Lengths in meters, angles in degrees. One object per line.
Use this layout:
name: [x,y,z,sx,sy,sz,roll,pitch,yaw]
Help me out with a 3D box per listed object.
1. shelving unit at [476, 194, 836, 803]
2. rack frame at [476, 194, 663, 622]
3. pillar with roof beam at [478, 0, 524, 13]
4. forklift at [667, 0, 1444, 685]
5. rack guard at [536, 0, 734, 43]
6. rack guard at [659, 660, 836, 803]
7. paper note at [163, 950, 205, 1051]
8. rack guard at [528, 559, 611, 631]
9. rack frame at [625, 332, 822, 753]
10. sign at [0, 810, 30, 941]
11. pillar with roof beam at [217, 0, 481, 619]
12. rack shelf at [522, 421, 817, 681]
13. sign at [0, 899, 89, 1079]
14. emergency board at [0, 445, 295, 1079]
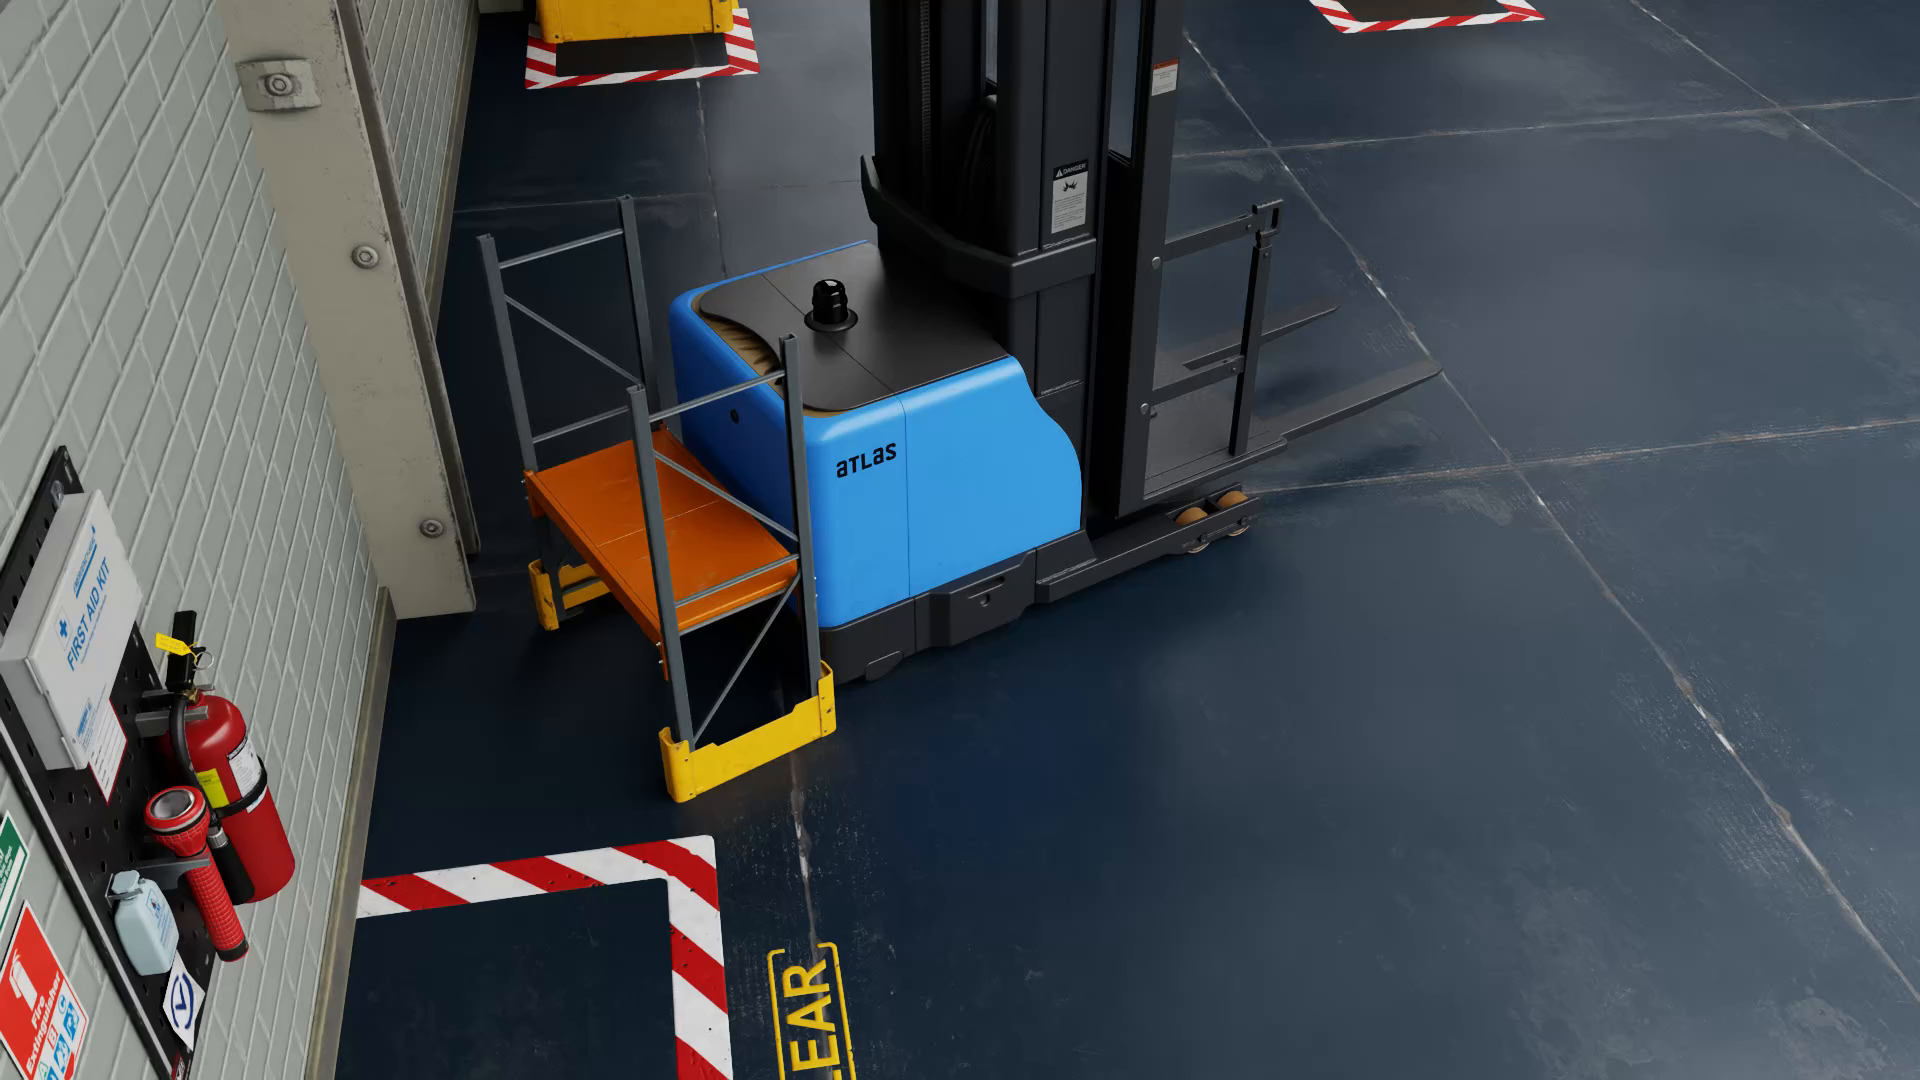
shelving unit: [-0.948,-0.141,5.208,0.587,1.500,1.083,-23,43,-27]
rack frame: [-1.232,-0.393,5.533,0.500,1.500,0.032,-23,43,-27]
pillar with roof beam: [1.273,-7.493,8.559,9.100,9.000,0.400,-6,38,-8]
forklift: [0.525,-1.362,5.615,3.031,2.935,1.130,-21,43,-25]
rack guard: [-2.005,-3.389,10.205,1.175,0.500,0.348,-6,38,-8]
rack guard: [-0.664,0.604,5.269,0.587,0.250,0.087,-23,43,-27]
paper note: [-1.555,0.923,3.336,0.016,0.148,0.142,-6,38,-8]
rack guard: [-1.230,0.101,5.916,0.587,0.250,0.087,-23,43,-27]
rack frame: [-0.653,0.120,4.872,0.500,1.500,0.032,-23,43,-27]
sign: [-1.515,0.578,2.600,0.001,0.109,0.331,-6,38,-8]
pillar with roof beam: [2.324,-3.868,3.895,9.100,9.000,0.400,-6,38,-8]
rack shelf: [-0.942,0.006,5.313,0.538,0.185,1.000,-23,43,-27]
sign: [-1.523,0.791,2.757,0.001,0.329,0.234,-6,38,-8]
emergency board: [-1.518,0.460,3.212,0.194,1.169,0.643,-6,38,-8]
